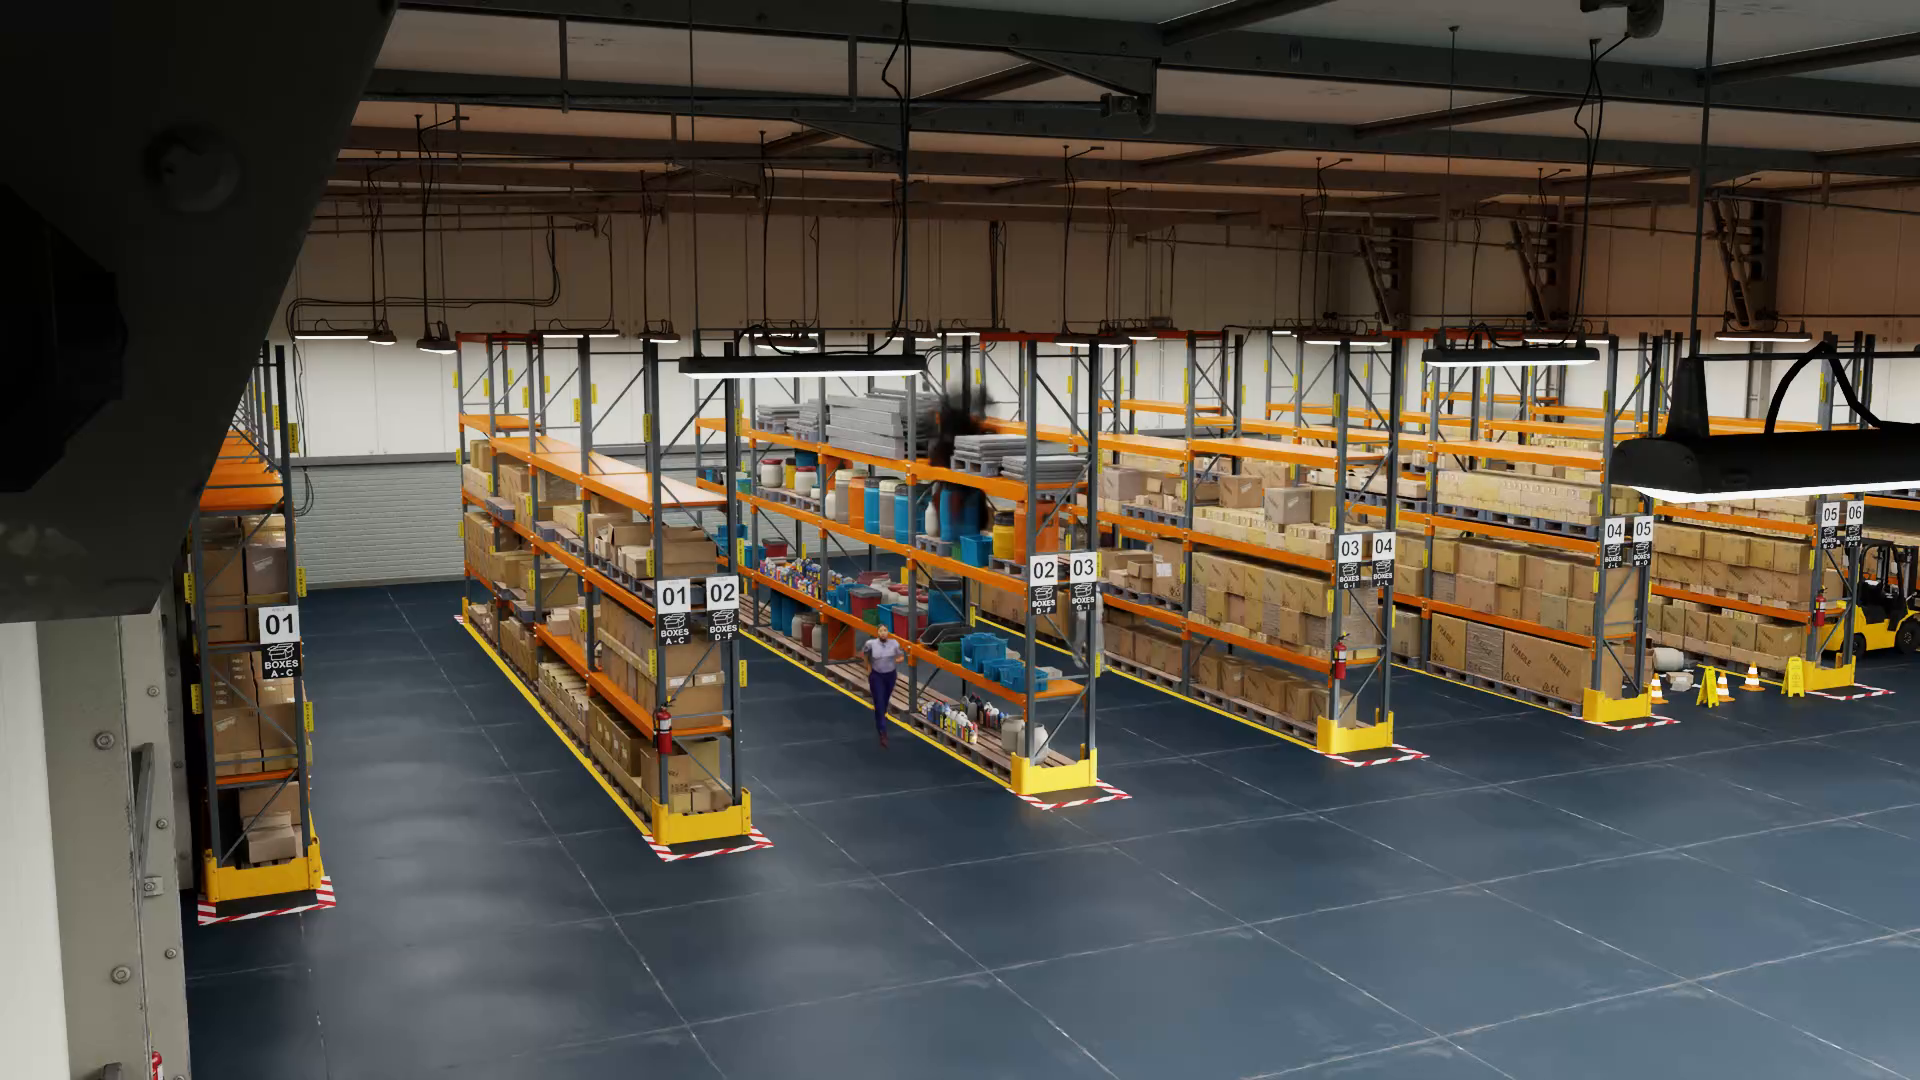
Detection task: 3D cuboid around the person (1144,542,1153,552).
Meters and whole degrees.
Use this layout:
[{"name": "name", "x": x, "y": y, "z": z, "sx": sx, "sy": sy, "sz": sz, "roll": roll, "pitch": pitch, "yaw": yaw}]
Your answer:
[{"name": "person", "x": 4.999, "y": -0.413, "z": 43.535, "sx": 0.910, "sy": 1.688, "sz": 0.610, "roll": -8, "pitch": 11, "yaw": -44}]

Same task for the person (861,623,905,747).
[{"name": "person", "x": -1.088, "y": 2.042, "z": 23.834, "sx": 0.565, "sy": 1.695, "sz": 0.750, "roll": -3, "pitch": 8, "yaw": -21}]

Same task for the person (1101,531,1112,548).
[{"name": "person", "x": 3.616, "y": -0.173, "z": 42.110, "sx": 1.154, "sy": 1.651, "sz": 0.757, "roll": 3, "pitch": 8, "yaw": 20}]

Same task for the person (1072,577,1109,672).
[{"name": "person", "x": 2.244, "y": 1.407, "z": 28.480, "sx": 0.602, "sy": 1.714, "sz": 0.869, "roll": -4, "pitch": 9, "yaw": -28}]
